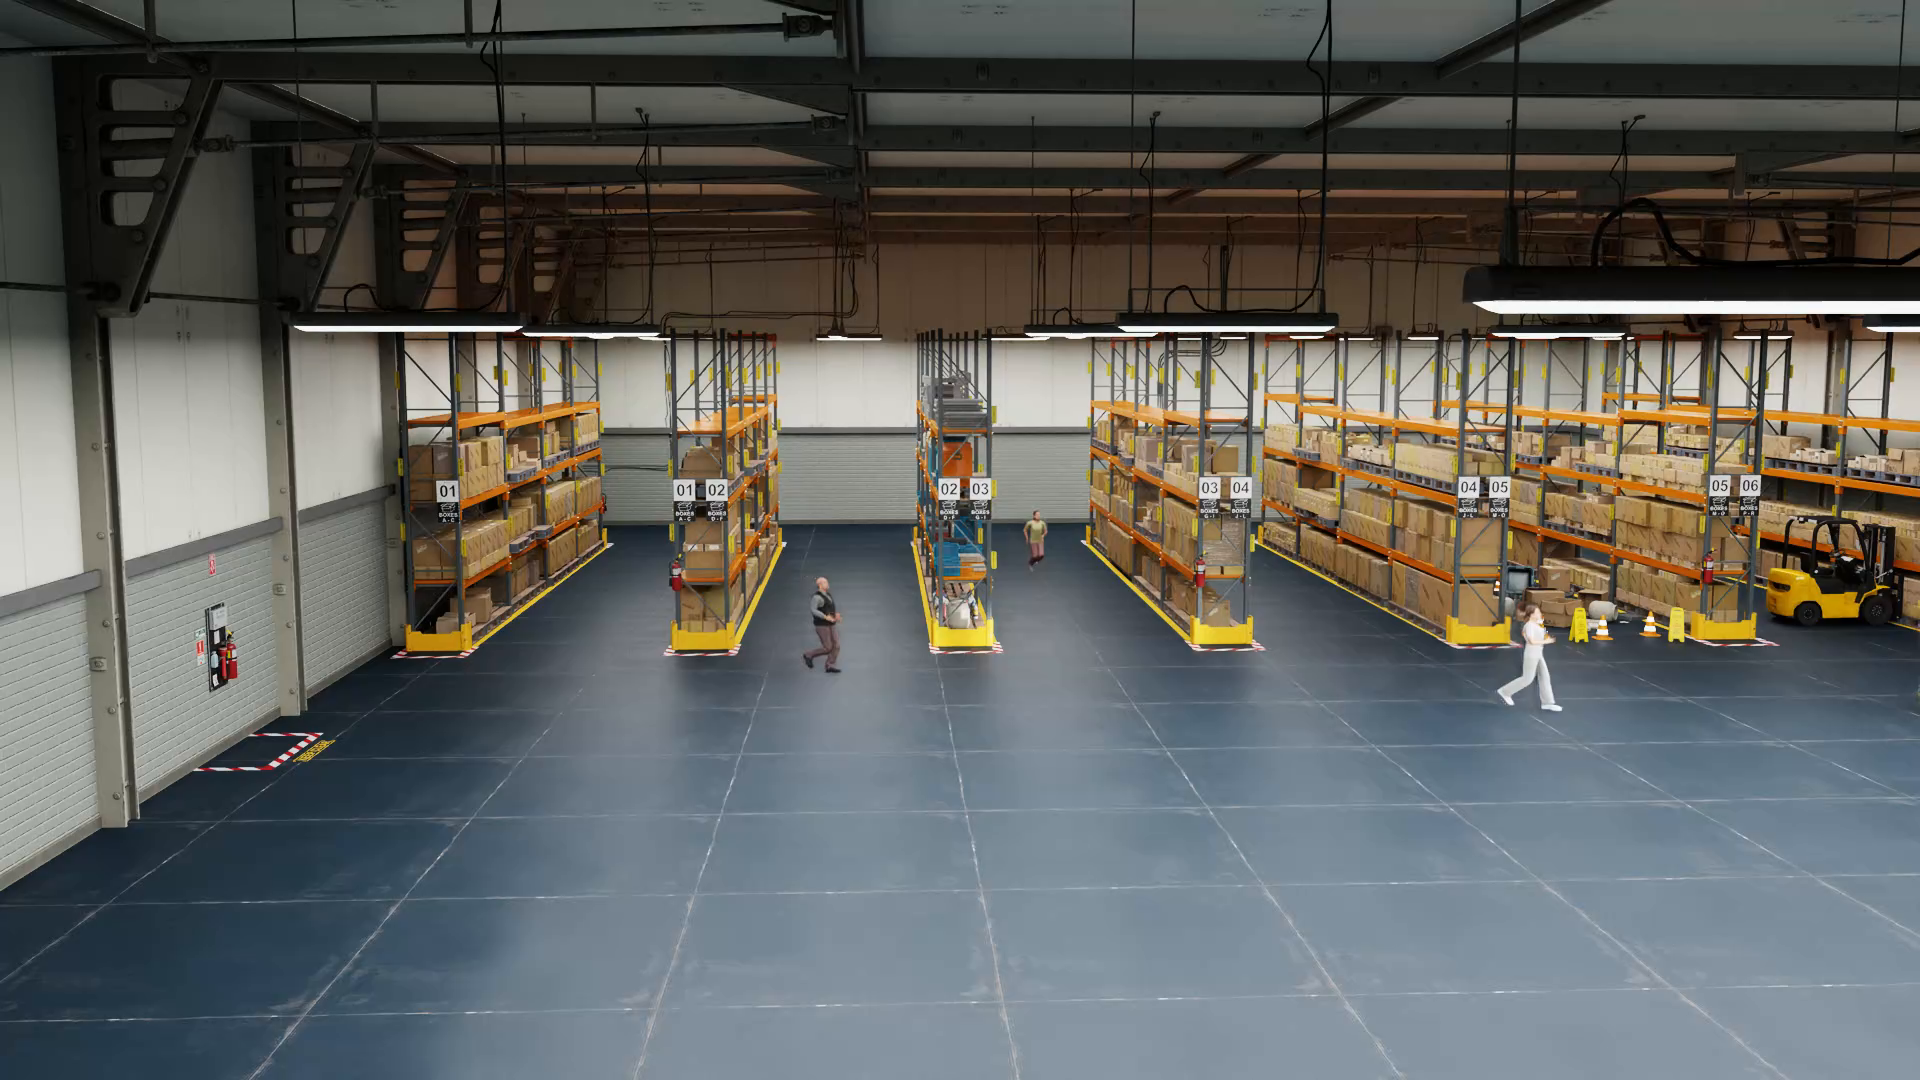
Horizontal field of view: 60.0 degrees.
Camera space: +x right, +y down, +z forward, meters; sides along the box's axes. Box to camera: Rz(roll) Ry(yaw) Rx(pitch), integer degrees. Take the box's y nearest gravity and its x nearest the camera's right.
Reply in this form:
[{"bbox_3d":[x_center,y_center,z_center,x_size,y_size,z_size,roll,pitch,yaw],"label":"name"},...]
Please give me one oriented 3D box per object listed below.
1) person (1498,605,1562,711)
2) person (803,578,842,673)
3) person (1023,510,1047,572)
[{"bbox_3d":[8.932,1.823,25.965,0.963,1.647,0.569,4,8,29],"label":"person"},{"bbox_3d":[-2.384,1.484,28.965,0.674,1.677,0.665,2,7,20],"label":"person"},{"bbox_3d":[1.895,0.033,41.086,0.573,1.548,0.554,-1,7,-12],"label":"person"}]
